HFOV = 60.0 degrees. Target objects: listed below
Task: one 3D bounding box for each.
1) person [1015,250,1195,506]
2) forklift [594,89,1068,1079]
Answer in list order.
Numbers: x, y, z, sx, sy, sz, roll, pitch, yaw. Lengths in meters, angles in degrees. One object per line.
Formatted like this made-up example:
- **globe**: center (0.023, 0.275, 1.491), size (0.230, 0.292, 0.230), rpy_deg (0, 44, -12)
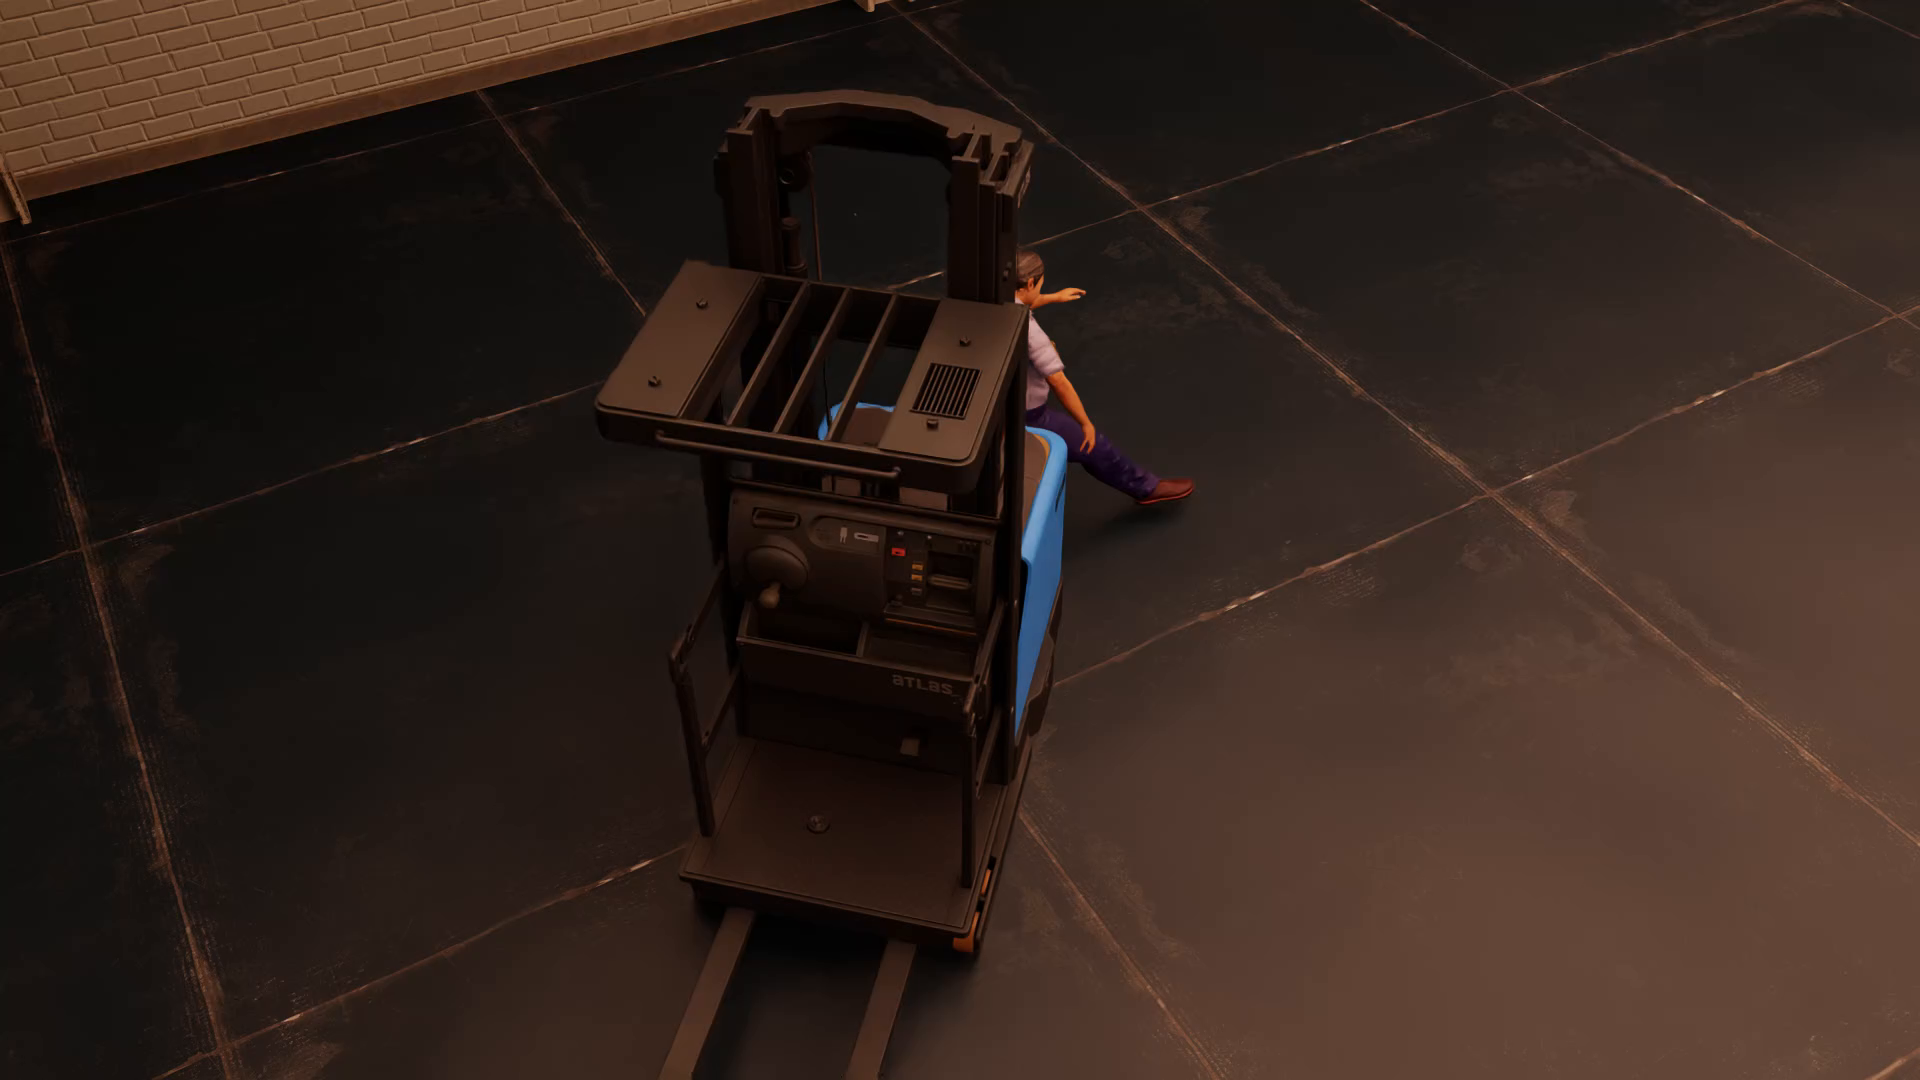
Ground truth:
- **person**: center (0.458, -0.746, 7.659), size (1.045, 1.400, 0.942), rpy_deg (-21, 47, -21)
- **forklift**: center (-0.390, 0.170, 5.514), size (1.130, 2.935, 3.031), rpy_deg (9, 44, 10)
